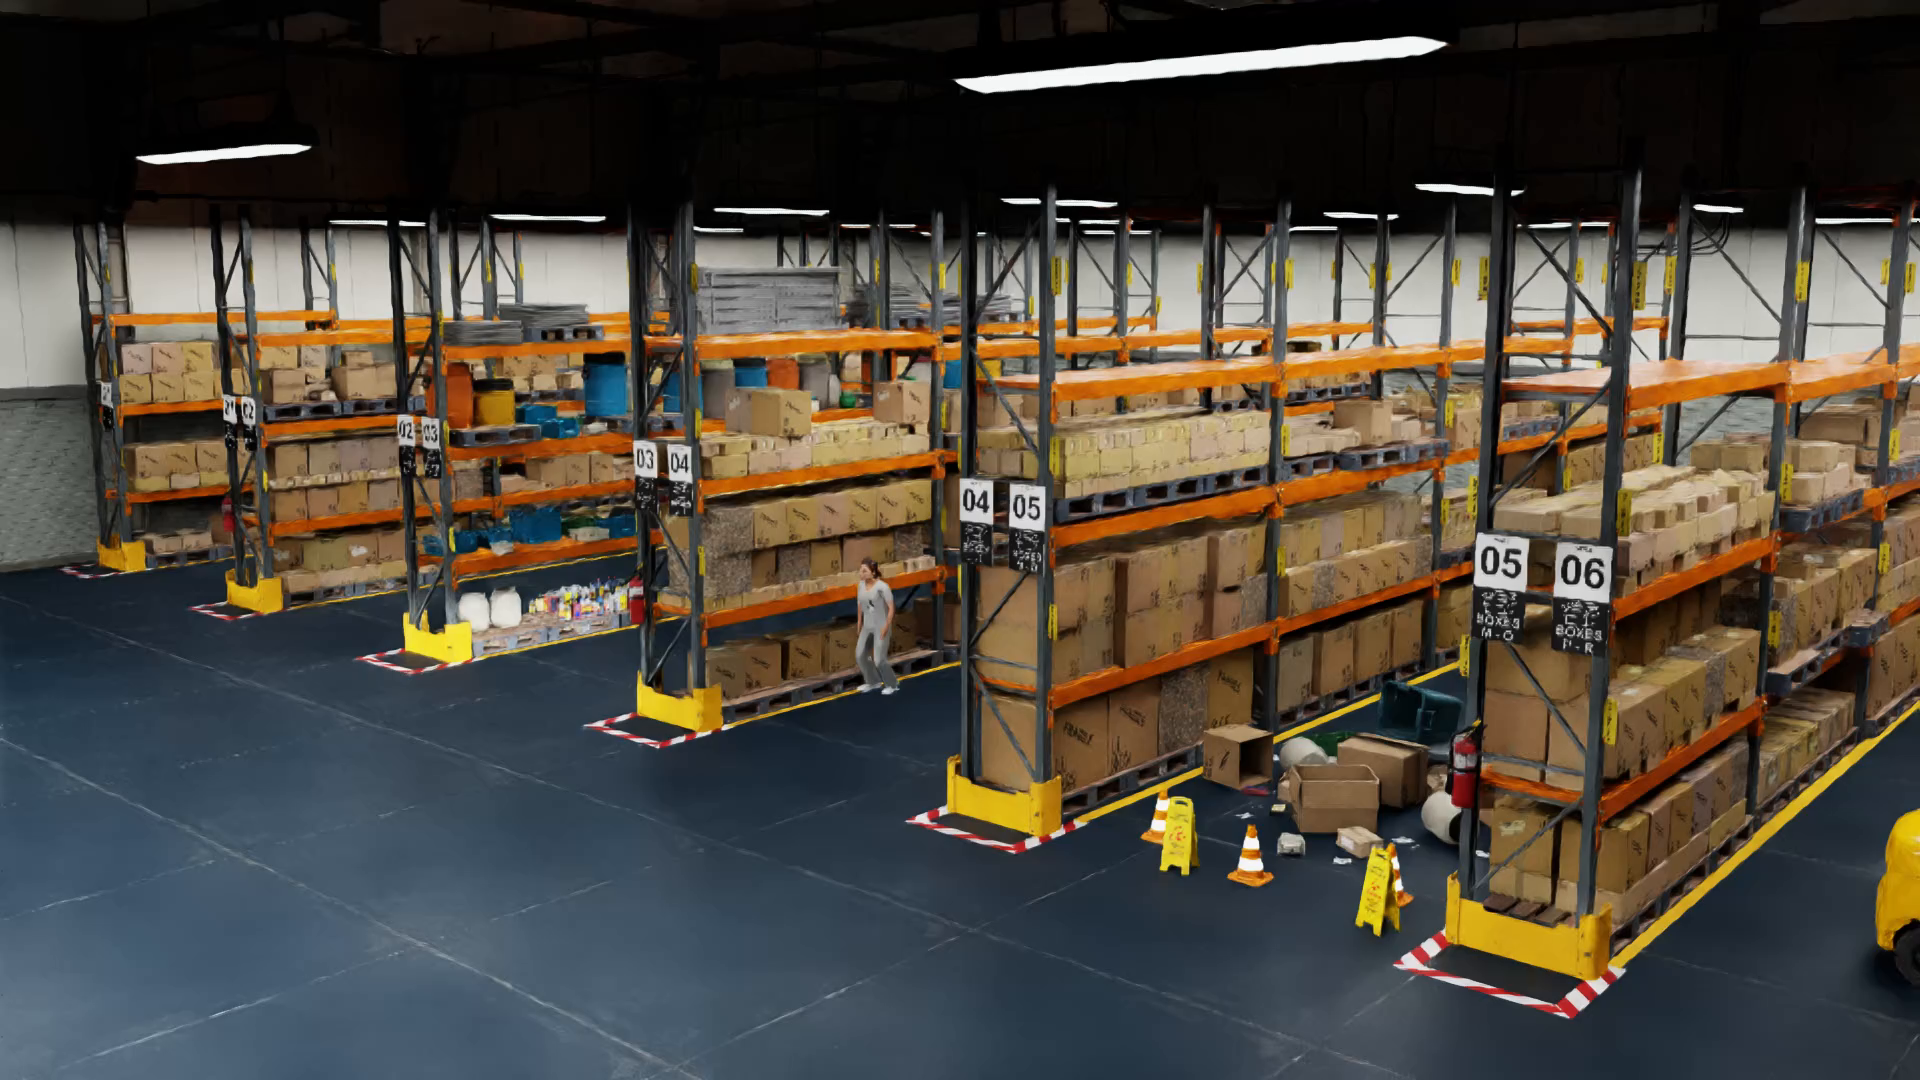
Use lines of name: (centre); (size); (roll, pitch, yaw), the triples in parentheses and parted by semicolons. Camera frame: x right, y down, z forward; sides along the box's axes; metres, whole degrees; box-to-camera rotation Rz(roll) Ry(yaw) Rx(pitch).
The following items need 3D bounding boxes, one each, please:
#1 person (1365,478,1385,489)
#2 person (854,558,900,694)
person: (8.318, -1.308, 33.935); (0.577, 1.691, 1.121); (9, 13, 43)
person: (-0.951, 0.978, 18.915); (0.580, 1.593, 0.506); (8, 12, 39)
